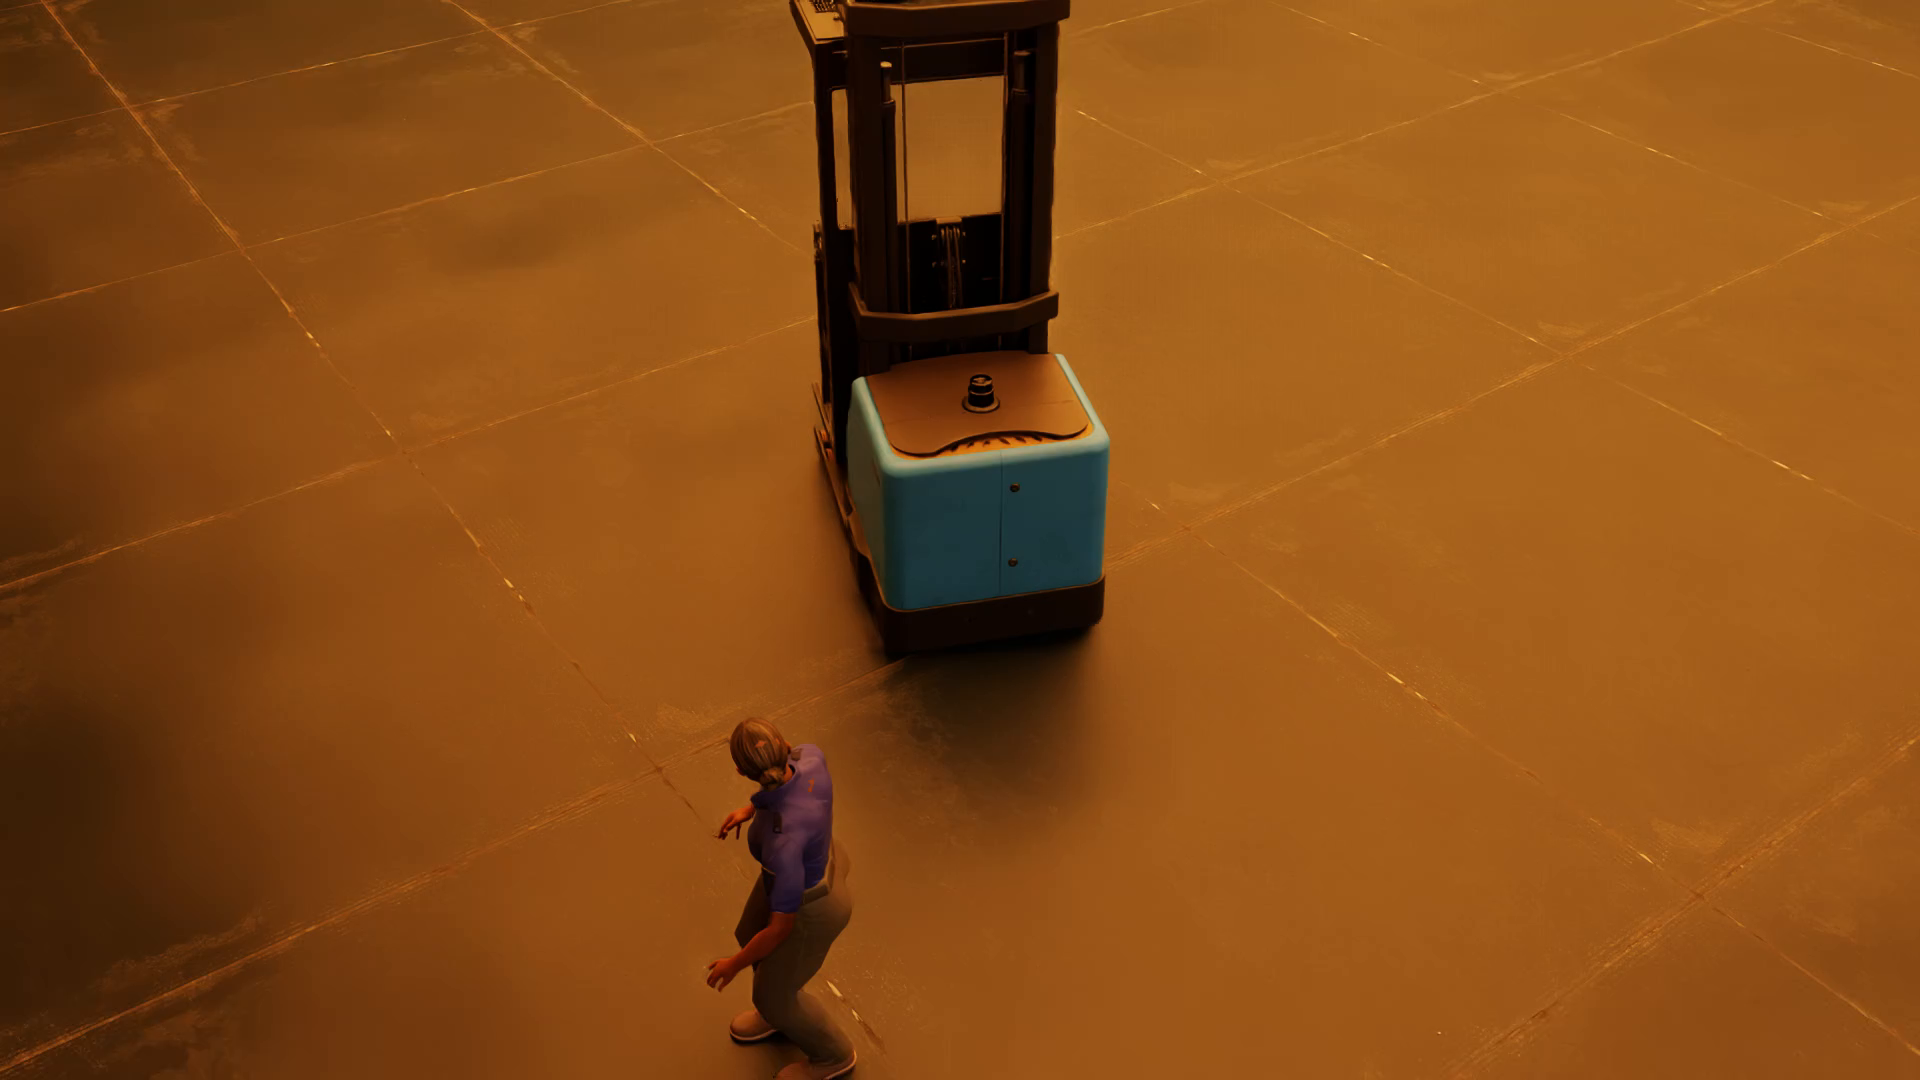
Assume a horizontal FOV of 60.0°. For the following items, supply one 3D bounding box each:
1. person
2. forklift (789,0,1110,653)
[{"bbox_3d":[-0.590,1.195,5.468,0.471,1.609,0.678,-2,37,-3],"label":"person"},{"bbox_3d":[-0.163,-1.541,8.028,1.130,2.935,3.031,-8,37,-11],"label":"forklift"}]
